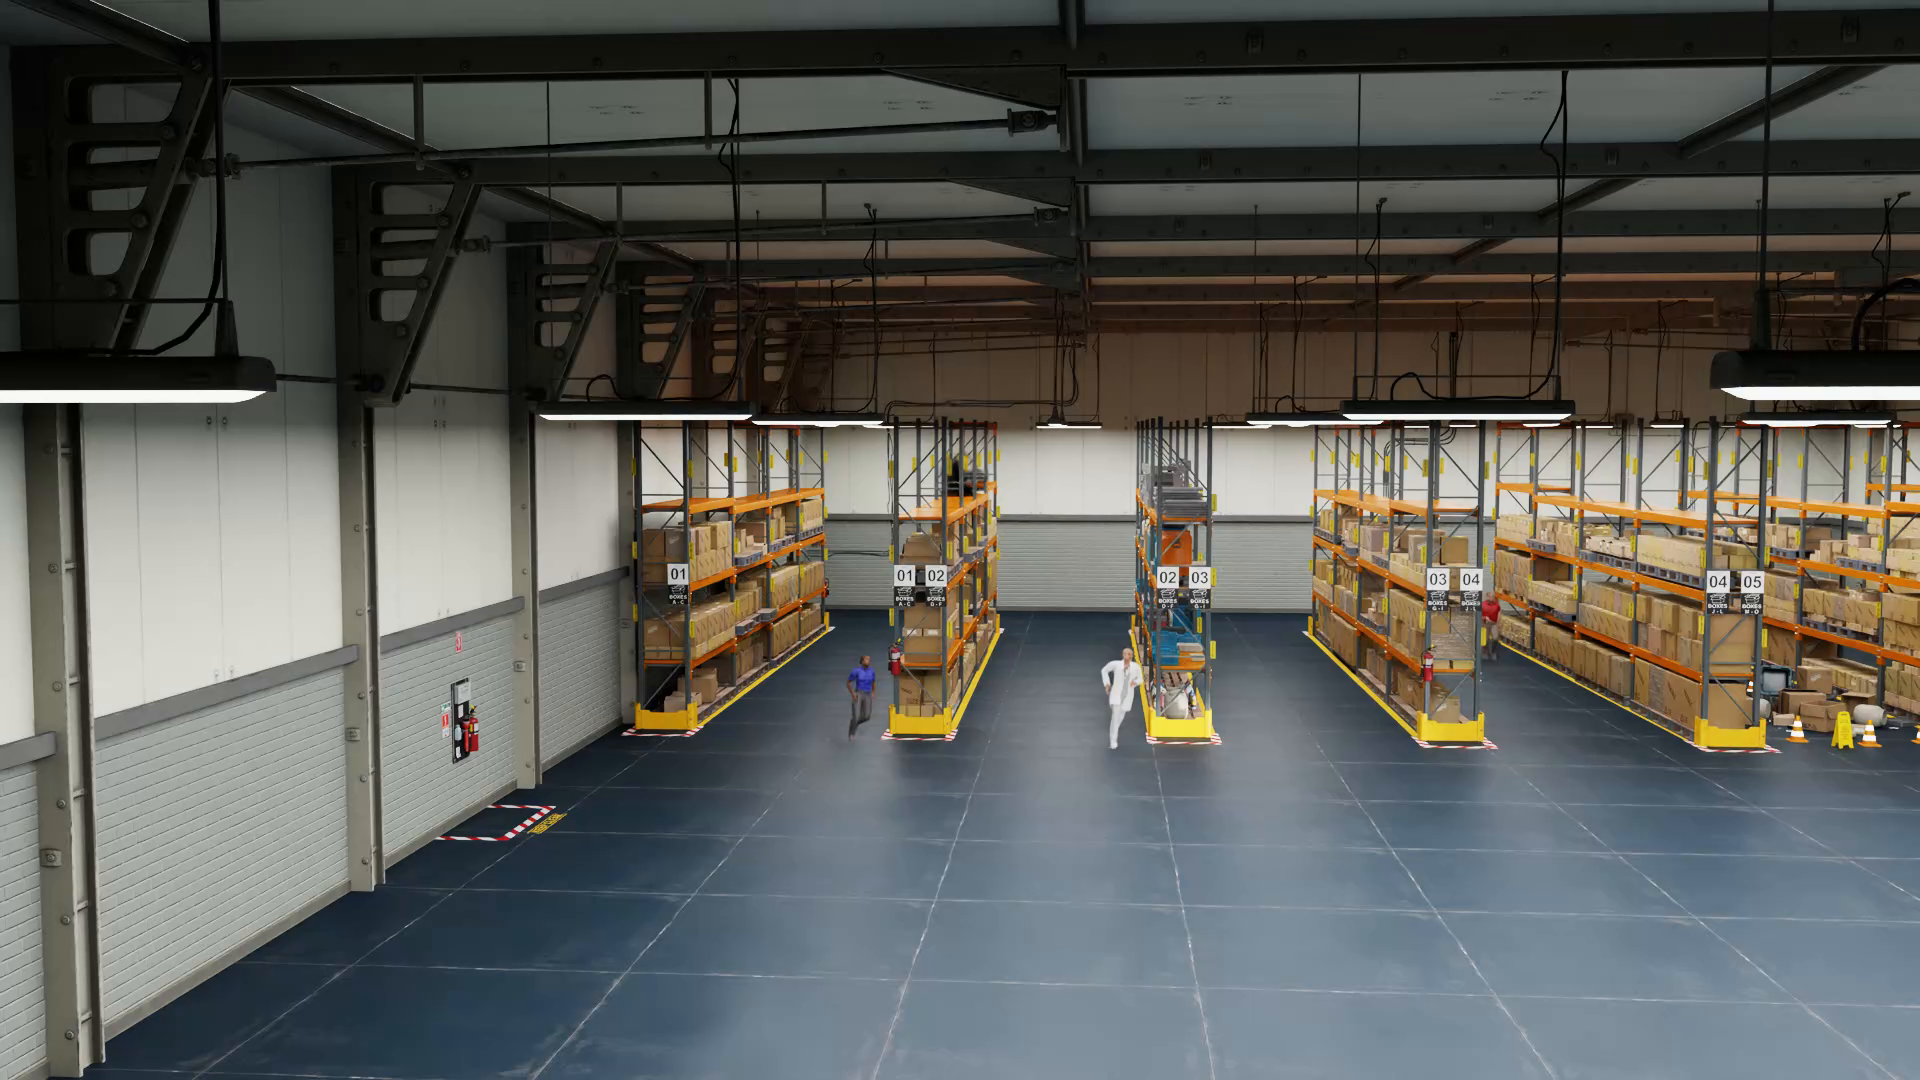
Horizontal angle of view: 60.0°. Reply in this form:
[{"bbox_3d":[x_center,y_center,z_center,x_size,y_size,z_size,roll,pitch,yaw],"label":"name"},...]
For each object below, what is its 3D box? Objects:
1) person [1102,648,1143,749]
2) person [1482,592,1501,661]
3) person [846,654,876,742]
[{"bbox_3d":[2.993,2.851,30.345,0.734,1.740,1.022,-1,4,-10],"label":"person"},{"bbox_3d":[13.215,2.169,41.499,0.627,1.738,0.732,1,4,8],"label":"person"},{"bbox_3d":[-1.810,2.968,30.911,0.623,1.512,0.496,-2,4,-27],"label":"person"}]
